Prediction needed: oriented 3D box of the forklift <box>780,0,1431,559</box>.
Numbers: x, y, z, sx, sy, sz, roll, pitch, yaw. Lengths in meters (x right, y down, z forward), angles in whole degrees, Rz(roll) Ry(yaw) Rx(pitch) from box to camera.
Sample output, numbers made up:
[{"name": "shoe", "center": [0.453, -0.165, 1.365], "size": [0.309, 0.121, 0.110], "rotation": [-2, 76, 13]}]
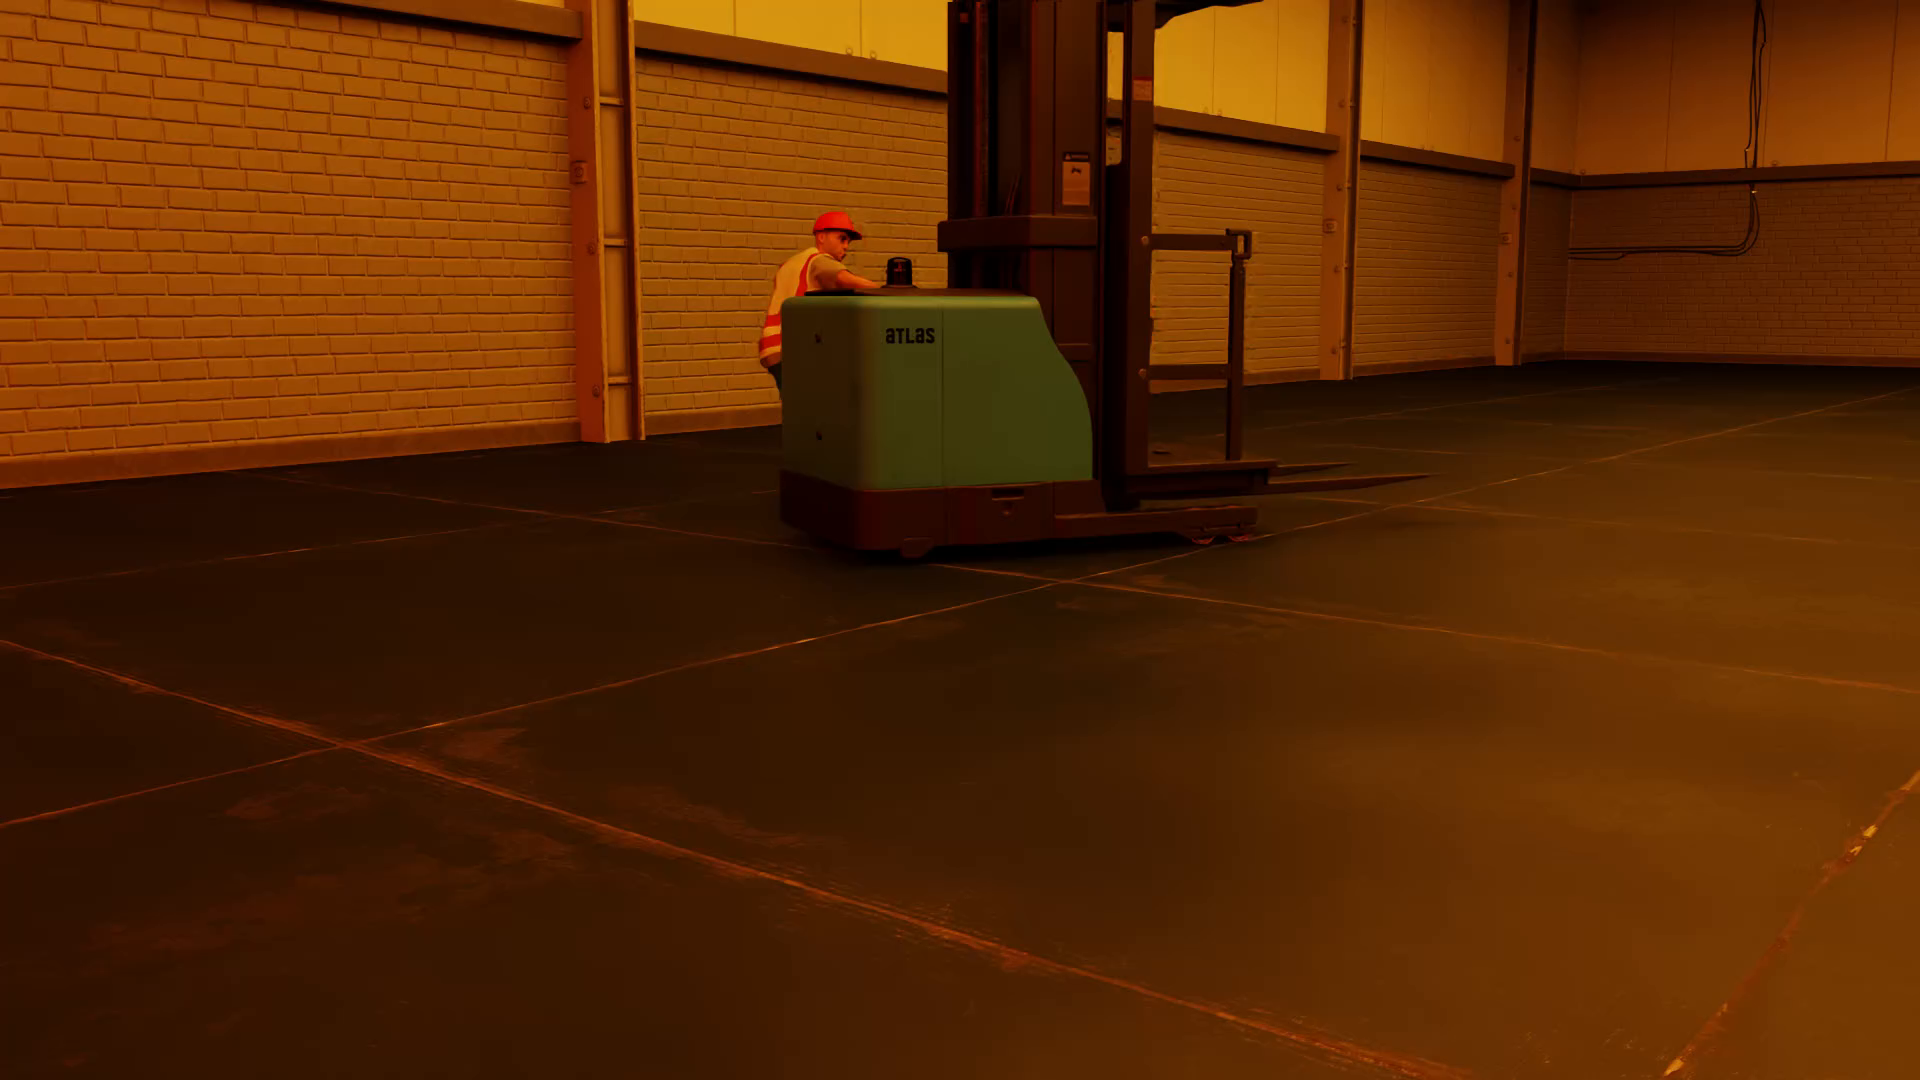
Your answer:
[{"name": "forklift", "center": [0.754, -1.493, 7.488], "size": [3.031, 2.935, 1.130], "rotation": [-4, 9, -25]}]

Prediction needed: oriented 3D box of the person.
[{"name": "person", "center": [-0.568, -0.983, 8.947], "size": [0.938, 1.555, 1.112], "rotation": [4, 9, 24]}]
